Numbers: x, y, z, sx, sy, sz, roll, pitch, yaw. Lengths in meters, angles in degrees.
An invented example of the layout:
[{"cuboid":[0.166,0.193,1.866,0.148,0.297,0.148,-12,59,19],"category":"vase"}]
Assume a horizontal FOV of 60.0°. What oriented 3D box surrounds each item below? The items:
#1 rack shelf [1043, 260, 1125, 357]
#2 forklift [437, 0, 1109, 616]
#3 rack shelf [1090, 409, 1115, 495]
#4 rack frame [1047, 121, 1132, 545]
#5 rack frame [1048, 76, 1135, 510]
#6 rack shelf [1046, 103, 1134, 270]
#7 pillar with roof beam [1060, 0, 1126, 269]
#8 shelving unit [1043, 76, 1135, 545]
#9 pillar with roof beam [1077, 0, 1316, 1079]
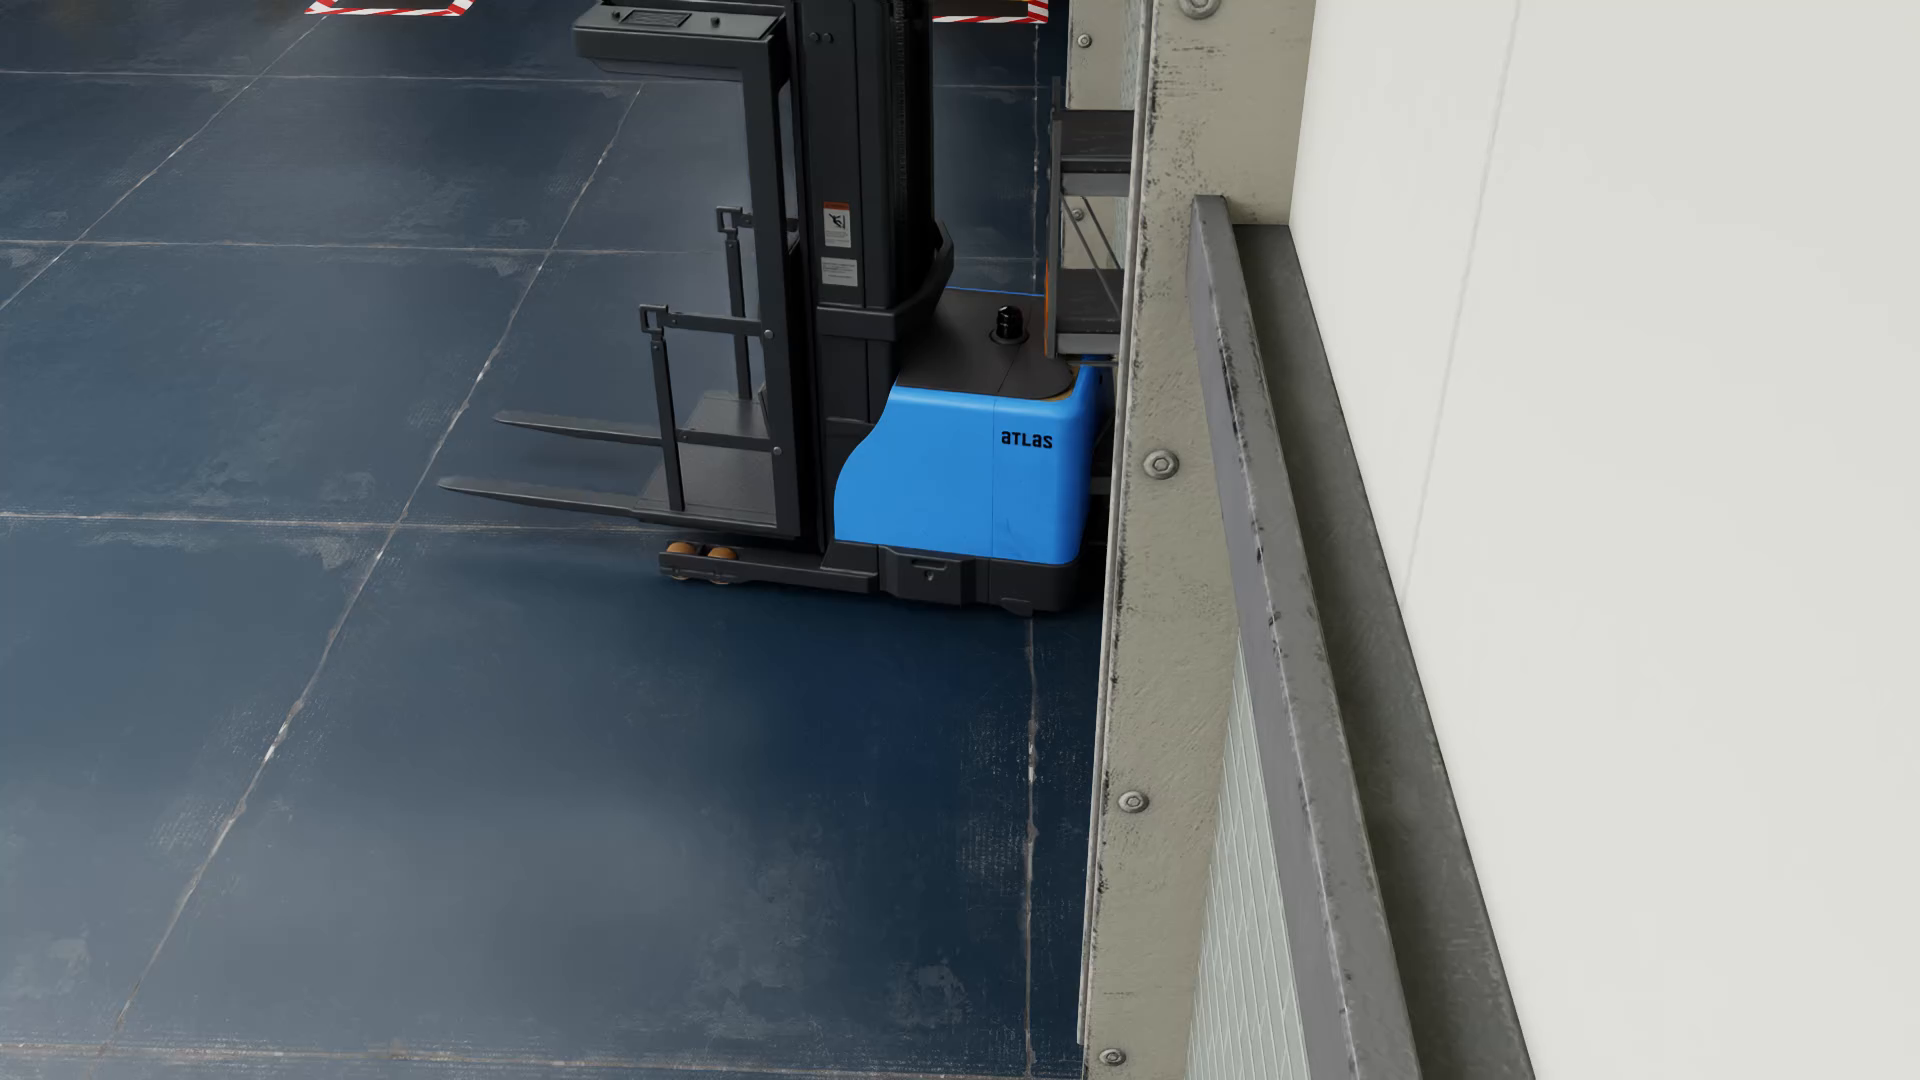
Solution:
[{"cuboid":[0.570,-0.858,7.130,0.431,0.518,0.480,1,35,2],"category":"rack shelf"},{"cuboid":[-0.884,-1.288,7.033,3.031,2.935,1.130,7,36,9],"category":"forklift"},{"cuboid":[0.574,-0.284,7.531,0.431,0.518,0.480,1,35,2],"category":"rack shelf"},{"cuboid":[0.560,-0.729,6.922,0.400,2.100,0.015,1,35,2],"category":"rack frame"},{"cuboid":[0.580,-1.009,7.322,0.400,2.100,0.015,1,35,2],"category":"rack frame"},{"cuboid":[0.566,-1.432,6.729,0.431,0.518,0.480,1,35,2],"category":"rack shelf"},{"cuboid":[-3.530,-5.502,7.752,9.100,9.000,0.400,1,35,2],"category":"pillar with roof beam"},{"cuboid":[0.570,-0.869,7.122,0.431,2.100,0.503,1,35,2],"category":"shelving unit"},{"cuboid":[-3.771,-2.054,2.847,9.100,9.000,0.400,1,35,2],"category":"pillar with roof beam"}]
